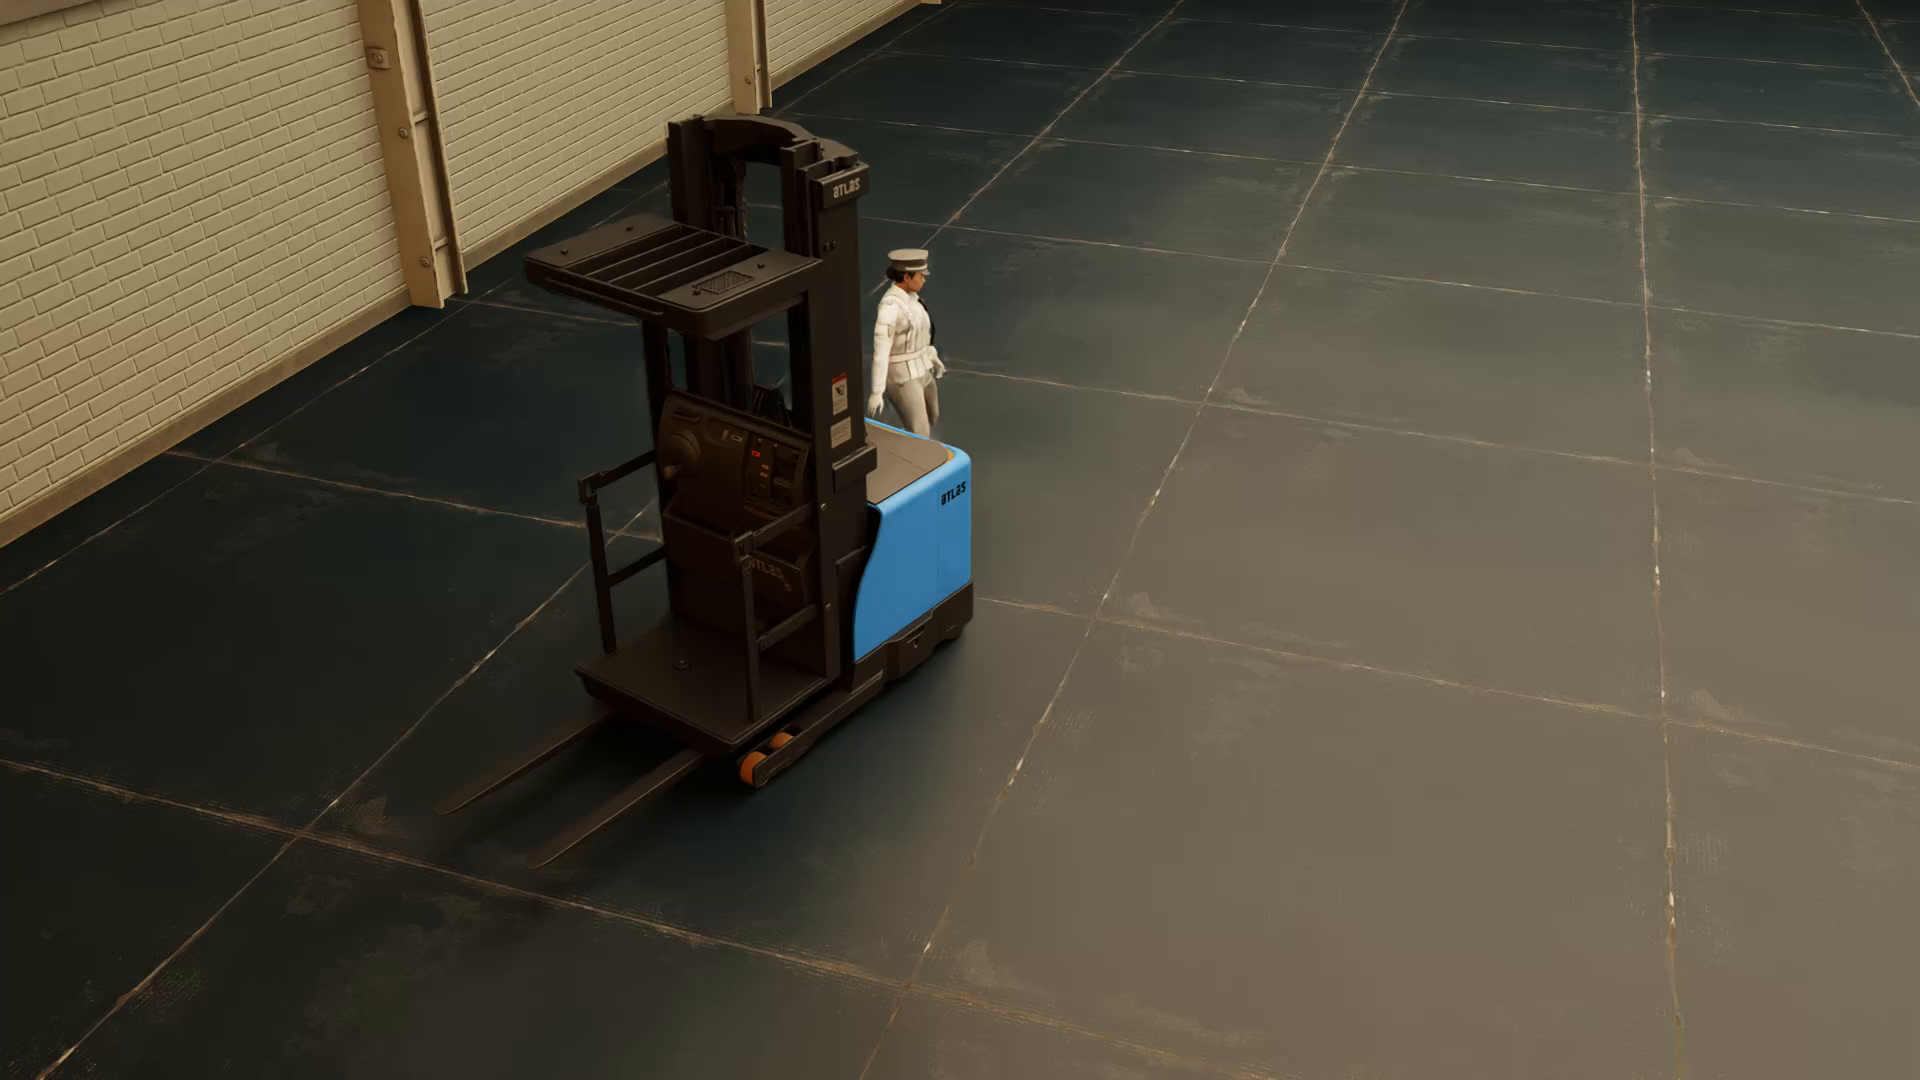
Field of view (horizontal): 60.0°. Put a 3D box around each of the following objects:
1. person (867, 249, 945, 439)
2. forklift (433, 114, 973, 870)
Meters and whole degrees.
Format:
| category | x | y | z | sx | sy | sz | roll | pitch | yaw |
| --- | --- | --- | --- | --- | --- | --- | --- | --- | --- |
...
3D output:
| category | x | y | z | sx | sy | sz | roll | pitch | yaw |
| --- | --- | --- | --- | --- | --- | --- | --- | --- | --- |
| person | -0.337 | -1.013 | 10.303 | 0.476 | 1.582 | 0.828 | 10 | 31 | 17 |
| forklift | -1.209 | -0.360 | 7.767 | 1.130 | 2.935 | 3.031 | 20 | 35 | 31 |
